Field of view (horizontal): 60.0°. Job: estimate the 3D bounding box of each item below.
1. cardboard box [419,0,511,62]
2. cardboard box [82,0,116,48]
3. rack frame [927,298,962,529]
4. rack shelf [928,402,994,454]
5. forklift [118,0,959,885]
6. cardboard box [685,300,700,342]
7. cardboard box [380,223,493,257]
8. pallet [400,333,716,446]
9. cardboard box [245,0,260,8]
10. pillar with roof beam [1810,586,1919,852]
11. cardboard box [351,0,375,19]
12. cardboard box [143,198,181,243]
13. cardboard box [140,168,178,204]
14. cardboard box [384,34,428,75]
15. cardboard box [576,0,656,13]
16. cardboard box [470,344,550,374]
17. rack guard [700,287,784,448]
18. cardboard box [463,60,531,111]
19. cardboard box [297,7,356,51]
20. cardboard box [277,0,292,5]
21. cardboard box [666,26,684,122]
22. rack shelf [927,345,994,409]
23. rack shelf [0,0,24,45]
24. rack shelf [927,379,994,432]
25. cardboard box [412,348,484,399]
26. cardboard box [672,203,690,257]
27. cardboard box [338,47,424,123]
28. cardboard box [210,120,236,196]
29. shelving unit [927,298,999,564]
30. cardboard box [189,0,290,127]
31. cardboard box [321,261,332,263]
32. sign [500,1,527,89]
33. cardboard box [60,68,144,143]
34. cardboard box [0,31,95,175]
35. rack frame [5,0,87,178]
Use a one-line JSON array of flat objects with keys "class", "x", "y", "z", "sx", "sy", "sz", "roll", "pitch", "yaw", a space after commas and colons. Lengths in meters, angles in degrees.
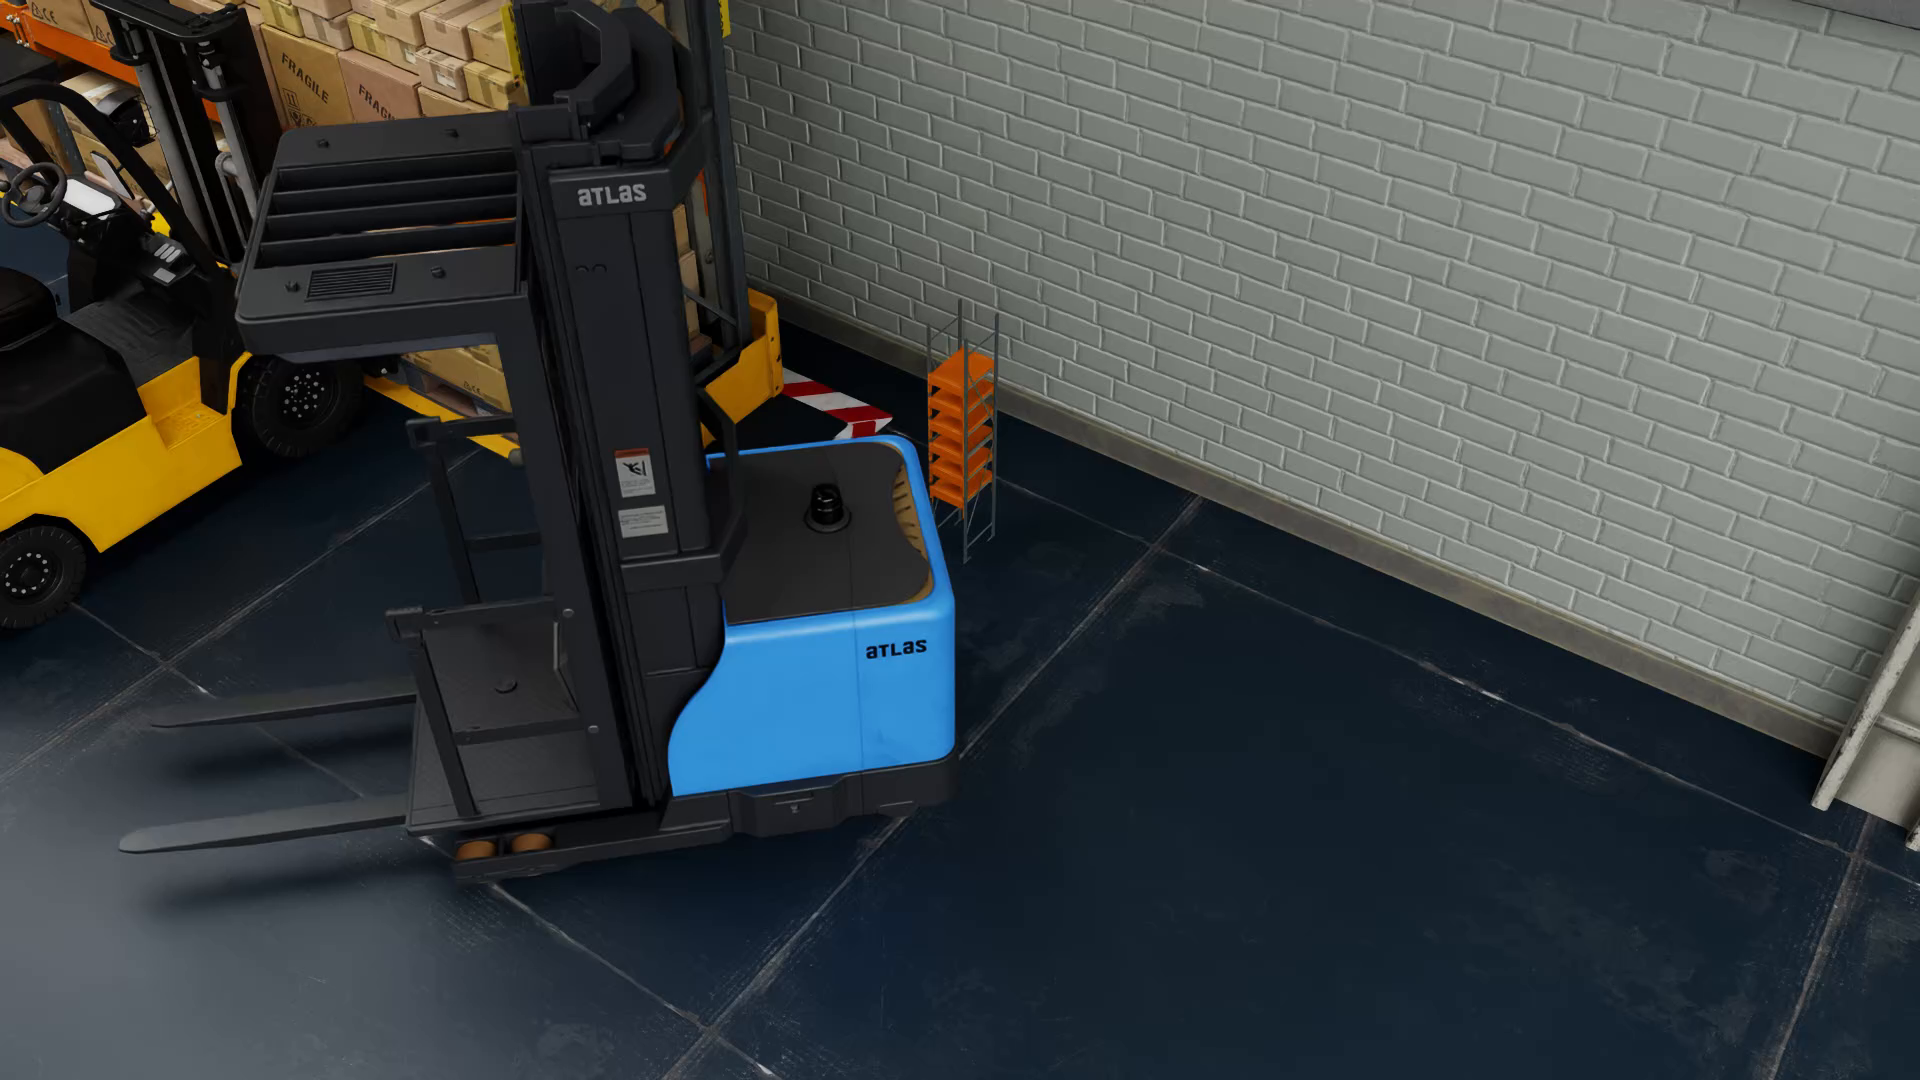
[{"class": "cardboard box", "x": -1.988, "y": -2.141, "z": 6.857, "sx": 0.250, "sy": 0.149, "sz": 0.380, "roll": 25, "pitch": 48, "yaw": 25}, {"class": "cardboard box", "x": -3.980, "y": -2.718, "z": 8.211, "sx": 0.500, "sy": 0.500, "sz": 0.500, "roll": 26, "pitch": 48, "yaw": 26}, {"class": "rack frame", "x": -0.063, "y": -0.477, "z": 7.131, "sx": 0.006, "sy": 1.200, "sz": 0.240, "roll": 25, "pitch": 48, "yaw": 25}, {"class": "rack shelf", "x": 0.012, "y": -0.498, "z": 7.042, "sx": 0.180, "sy": 0.103, "sz": 0.258, "roll": 25, "pitch": 48, "yaw": 25}, {"class": "forklift", "x": -1.571, "y": -0.217, "z": 5.543, "sx": 3.031, "sy": 2.935, "sz": 1.130, "roll": -7, "pitch": 42, "yaw": -8}, {"class": "cardboard box", "x": -1.644, "y": -1.078, "z": 8.201, "sx": 0.500, "sy": 0.250, "sz": 0.500, "roll": 25, "pitch": 48, "yaw": 25}, {"class": "cardboard box", "x": -2.332, "y": -1.354, "z": 7.760, "sx": 0.500, "sy": 0.250, "sz": 0.500, "roll": 26, "pitch": 48, "yaw": 26}, {"class": "pallet", "x": -2.004, "y": -0.882, "z": 8.326, "sx": 1.213, "sy": 0.211, "sz": 1.003, "roll": 25, "pitch": 48, "yaw": 25}, {"class": "cardboard box", "x": -3.016, "y": -2.533, "z": 7.518, "sx": 0.250, "sy": 0.149, "sz": 0.380, "roll": 25, "pitch": 47, "yaw": 25}, {"class": "pillar with roof beam", "x": 1.034, "y": 0.002, "z": 0.748, "sx": 0.400, "sy": 9.000, "sz": 9.100, "roll": 25, "pitch": 48, "yaw": 25}, {"class": "cardboard box", "x": -2.379, "y": -2.362, "z": 7.104, "sx": 0.250, "sy": 0.149, "sz": 0.380, "roll": 25, "pitch": 48, "yaw": 26}, {"class": "cardboard box", "x": -3.999, "y": -1.763, "z": 8.966, "sx": 0.500, "sy": 0.250, "sz": 0.500, "roll": 24, "pitch": 47, "yaw": 24}, {"class": "cardboard box", "x": -3.997, "y": -1.956, "z": 8.807, "sx": 0.500, "sy": 0.250, "sz": 0.500, "roll": 25, "pitch": 47, "yaw": 25}, {"class": "cardboard box", "x": -2.203, "y": -2.125, "z": 7.062, "sx": 0.250, "sy": 0.149, "sz": 0.380, "roll": 26, "pitch": 48, "yaw": 26}, {"class": "cardboard box", "x": -1.507, "y": -2.287, "z": 7.020, "sx": 0.250, "sy": 0.149, "sz": 0.380, "roll": 24, "pitch": 47, "yaw": 25}, {"class": "cardboard box", "x": -1.932, "y": -0.985, "z": 7.722, "sx": 0.500, "sy": 0.250, "sz": 0.500, "roll": 24, "pitch": 47, "yaw": 25}, {"class": "rack guard", "x": -1.335, "y": -0.711, "z": 7.918, "sx": 0.348, "sy": 0.500, "sz": 1.175, "roll": 25, "pitch": 48, "yaw": 25}, {"class": "cardboard box", "x": -1.799, "y": -1.910, "z": 6.822, "sx": 0.250, "sy": 0.149, "sz": 0.380, "roll": 26, "pitch": 48, "yaw": 26}, {"class": "cardboard box", "x": -2.645, "y": -2.302, "z": 7.260, "sx": 0.250, "sy": 0.149, "sz": 0.380, "roll": 24, "pitch": 47, "yaw": 24}, {"class": "cardboard box", "x": -2.871, "y": -2.497, "z": 7.255, "sx": 0.250, "sy": 0.149, "sz": 0.380, "roll": 26, "pitch": 48, "yaw": 26}, {"class": "cardboard box", "x": -1.600, "y": -2.030, "z": 7.443, "sx": 0.500, "sy": 0.500, "sz": 0.500, "roll": 27, "pitch": 48, "yaw": 27}, {"class": "rack shelf", "x": 0.012, "y": -0.677, "z": 6.882, "sx": 0.180, "sy": 0.103, "sz": 0.258, "roll": 25, "pitch": 48, "yaw": 25}, {"class": "rack shelf", "x": -6.267, "y": -3.681, "z": 9.902, "sx": 4.000, "sy": 0.370, "sz": 1.077, "roll": 25, "pitch": 48, "yaw": 25}, {"class": "rack shelf", "x": 0.012, "y": -0.587, "z": 6.962, "sx": 0.180, "sy": 0.103, "sz": 0.258, "roll": 25, "pitch": 48, "yaw": 25}, {"class": "cardboard box", "x": -2.322, "y": -0.986, "z": 8.098, "sx": 0.500, "sy": 0.250, "sz": 0.500, "roll": 25, "pitch": 48, "yaw": 25}, {"class": "cardboard box", "x": -1.639, "y": -1.443, "z": 7.859, "sx": 0.500, "sy": 0.250, "sz": 0.500, "roll": 24, "pitch": 47, "yaw": 25}, {"class": "cardboard box", "x": -2.327, "y": -1.938, "z": 7.339, "sx": 0.500, "sy": 0.500, "sz": 0.500, "roll": 27, "pitch": 48, "yaw": 27}, {"class": "cardboard box", "x": -3.587, "y": -1.945, "z": 8.420, "sx": 0.500, "sy": 0.250, "sz": 0.500, "roll": 27, "pitch": 48, "yaw": 27}, {"class": "shelving unit", "x": 0.012, "y": -0.442, "z": 7.092, "sx": 0.189, "sy": 1.200, "sz": 0.258, "roll": 25, "pitch": 48, "yaw": 25}, {"class": "cardboard box", "x": -3.165, "y": -2.320, "z": 7.767, "sx": 0.500, "sy": 0.500, "sz": 0.500, "roll": 25, "pitch": 48, "yaw": 26}, {"class": "cardboard box", "x": -2.772, "y": -1.369, "z": 8.152, "sx": 0.500, "sy": 0.250, "sz": 0.500, "roll": 24, "pitch": 47, "yaw": 24}, {"class": "sign", "x": -1.677, "y": -1.880, "z": 6.304, "sx": 0.005, "sy": 0.325, "sz": 0.100, "roll": 25, "pitch": 48, "yaw": 25}, {"class": "cardboard box", "x": -4.413, "y": -2.331, "z": 8.851, "sx": 0.500, "sy": 0.250, "sz": 0.500, "roll": 24, "pitch": 47, "yaw": 25}, {"class": "cardboard box", "x": -5.063, "y": -2.648, "z": 9.674, "sx": 0.625, "sy": 0.625, "sz": 0.875, "roll": 27, "pitch": 48, "yaw": 27}, {"class": "rack frame", "x": -4.629, "y": -3.183, "z": 8.806, "sx": 0.127, "sy": 3.000, "sz": 1.000, "roll": 25, "pitch": 48, "yaw": 25}]
